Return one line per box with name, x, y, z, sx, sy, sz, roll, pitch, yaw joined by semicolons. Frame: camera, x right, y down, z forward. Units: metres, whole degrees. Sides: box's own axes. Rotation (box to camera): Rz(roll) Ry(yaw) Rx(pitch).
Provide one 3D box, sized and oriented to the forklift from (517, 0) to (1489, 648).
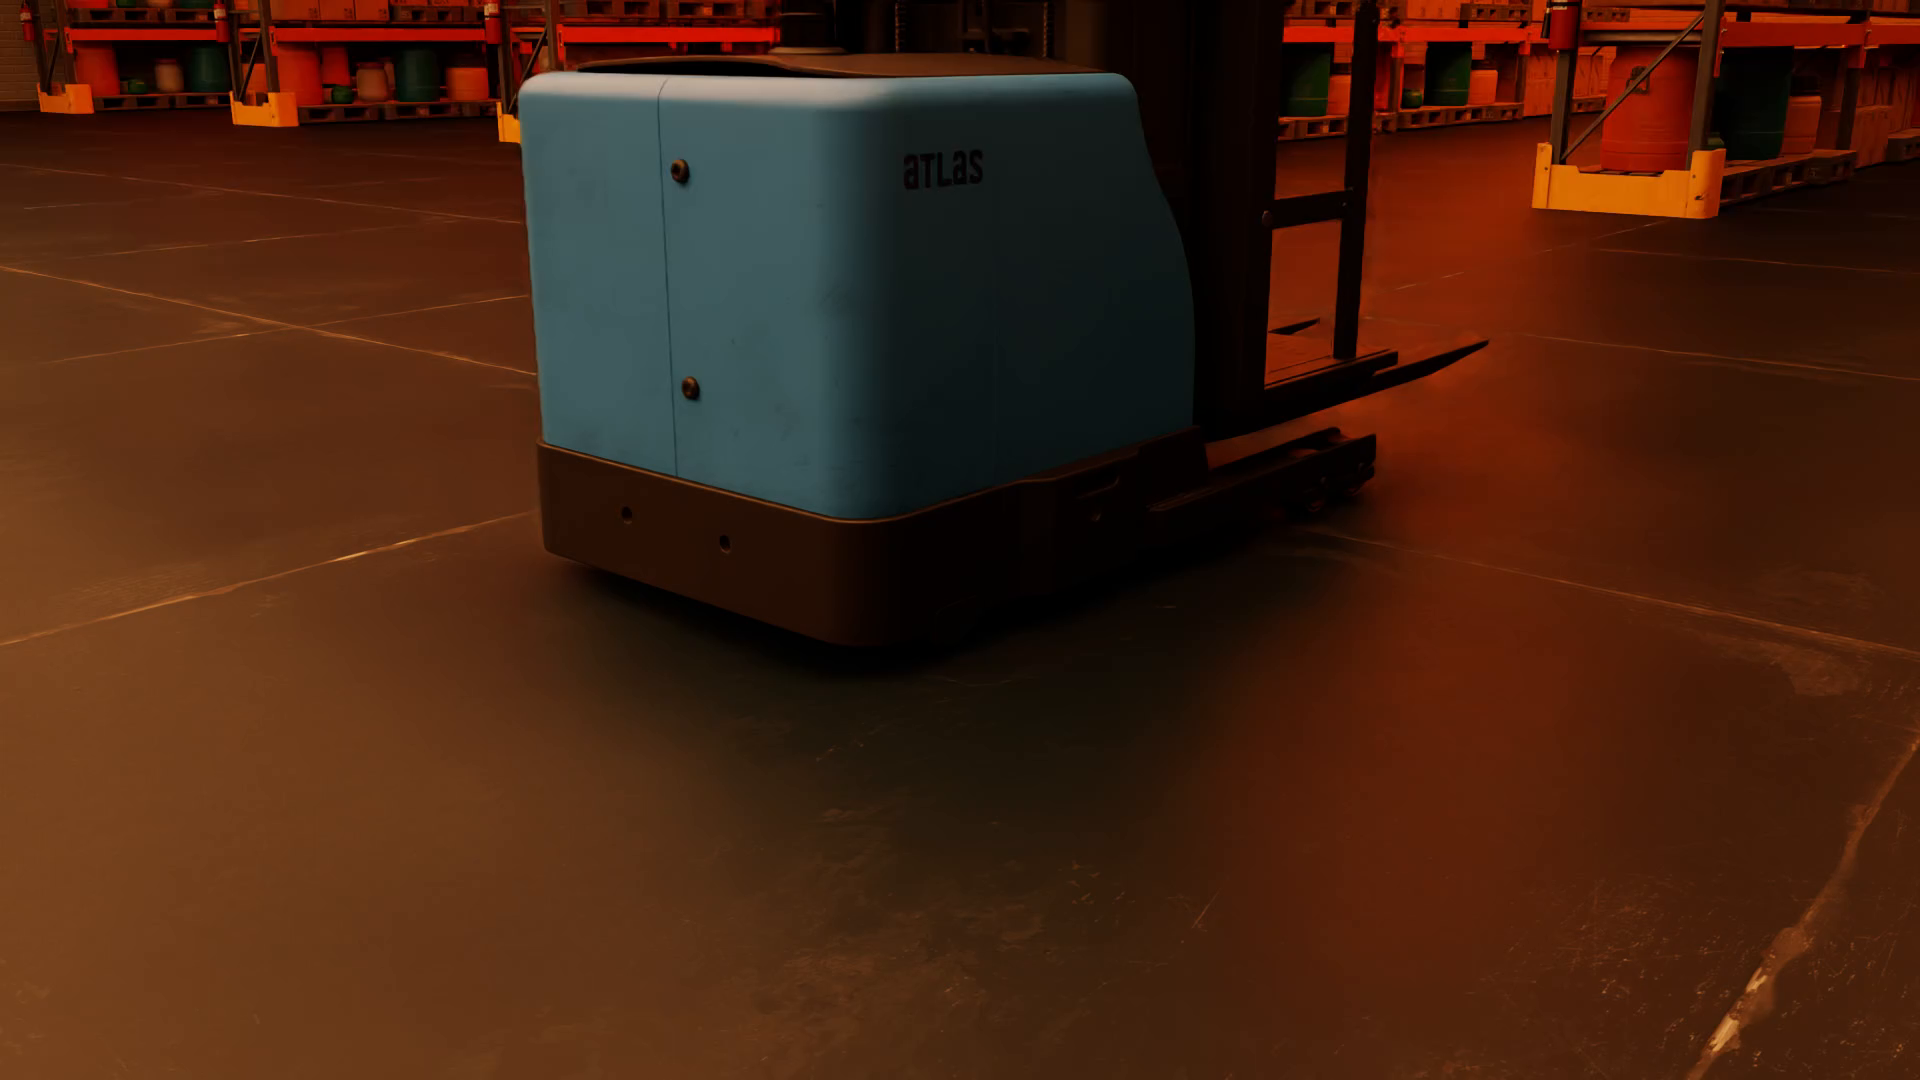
forklift;0.430;-1.555;4.020;1.130;2.935;3.031;14;22;39
